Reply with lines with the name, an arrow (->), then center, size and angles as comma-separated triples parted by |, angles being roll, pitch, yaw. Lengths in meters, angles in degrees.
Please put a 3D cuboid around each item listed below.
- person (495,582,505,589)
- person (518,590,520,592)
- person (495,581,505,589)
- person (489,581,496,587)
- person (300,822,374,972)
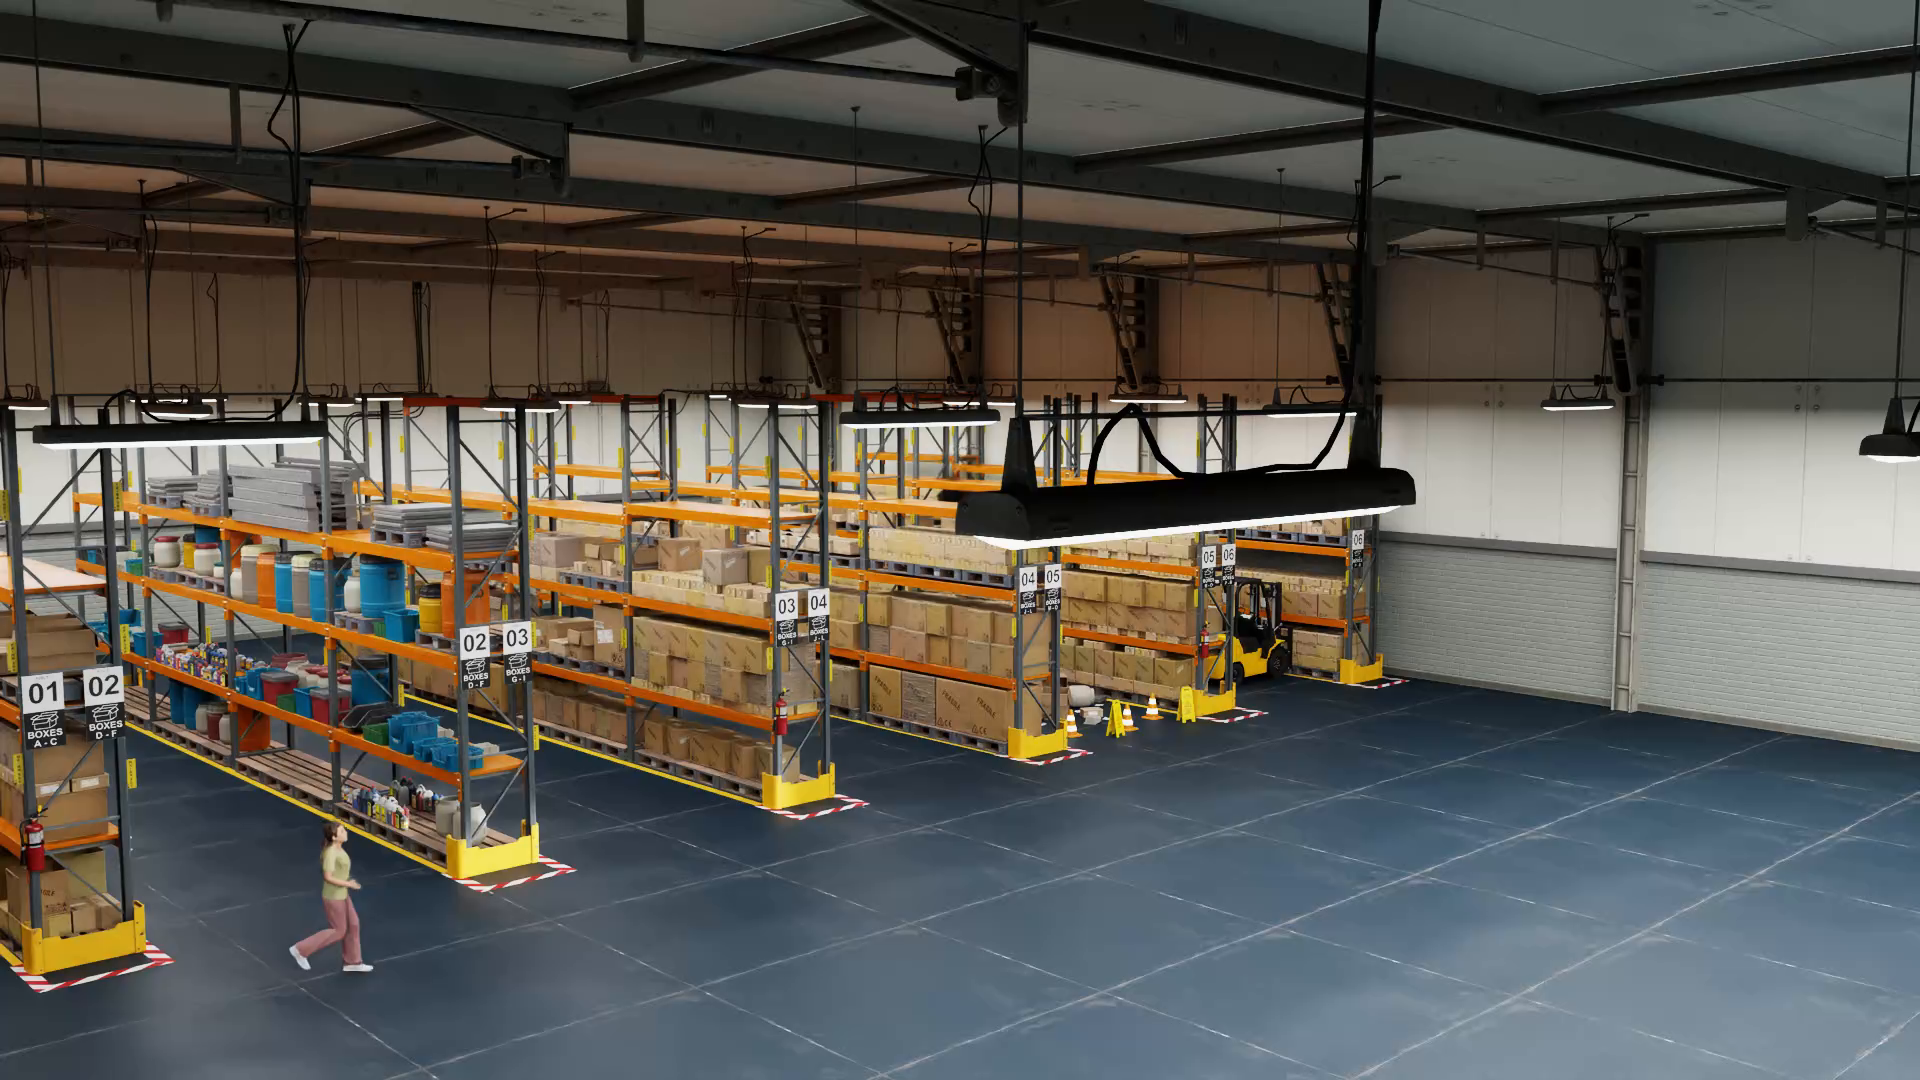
person -> -10.539, 1.825, 38.099 | 0.612, 1.744, 0.709 | -2, 6, -17
person -> -9.790, 1.922, 37.333 | 0.584, 1.626, 0.625 | -4, 7, -32
person -> -10.939, 1.667, 39.389 | 0.757, 1.730, 0.531 | 2, 6, 18
person -> -10.937, 1.777, 38.596 | 0.595, 1.676, 0.866 | 0, 6, -1
person -> -6.654, 3.816, 17.716 | 0.722, 1.653, 0.584 | -2, 6, -18
